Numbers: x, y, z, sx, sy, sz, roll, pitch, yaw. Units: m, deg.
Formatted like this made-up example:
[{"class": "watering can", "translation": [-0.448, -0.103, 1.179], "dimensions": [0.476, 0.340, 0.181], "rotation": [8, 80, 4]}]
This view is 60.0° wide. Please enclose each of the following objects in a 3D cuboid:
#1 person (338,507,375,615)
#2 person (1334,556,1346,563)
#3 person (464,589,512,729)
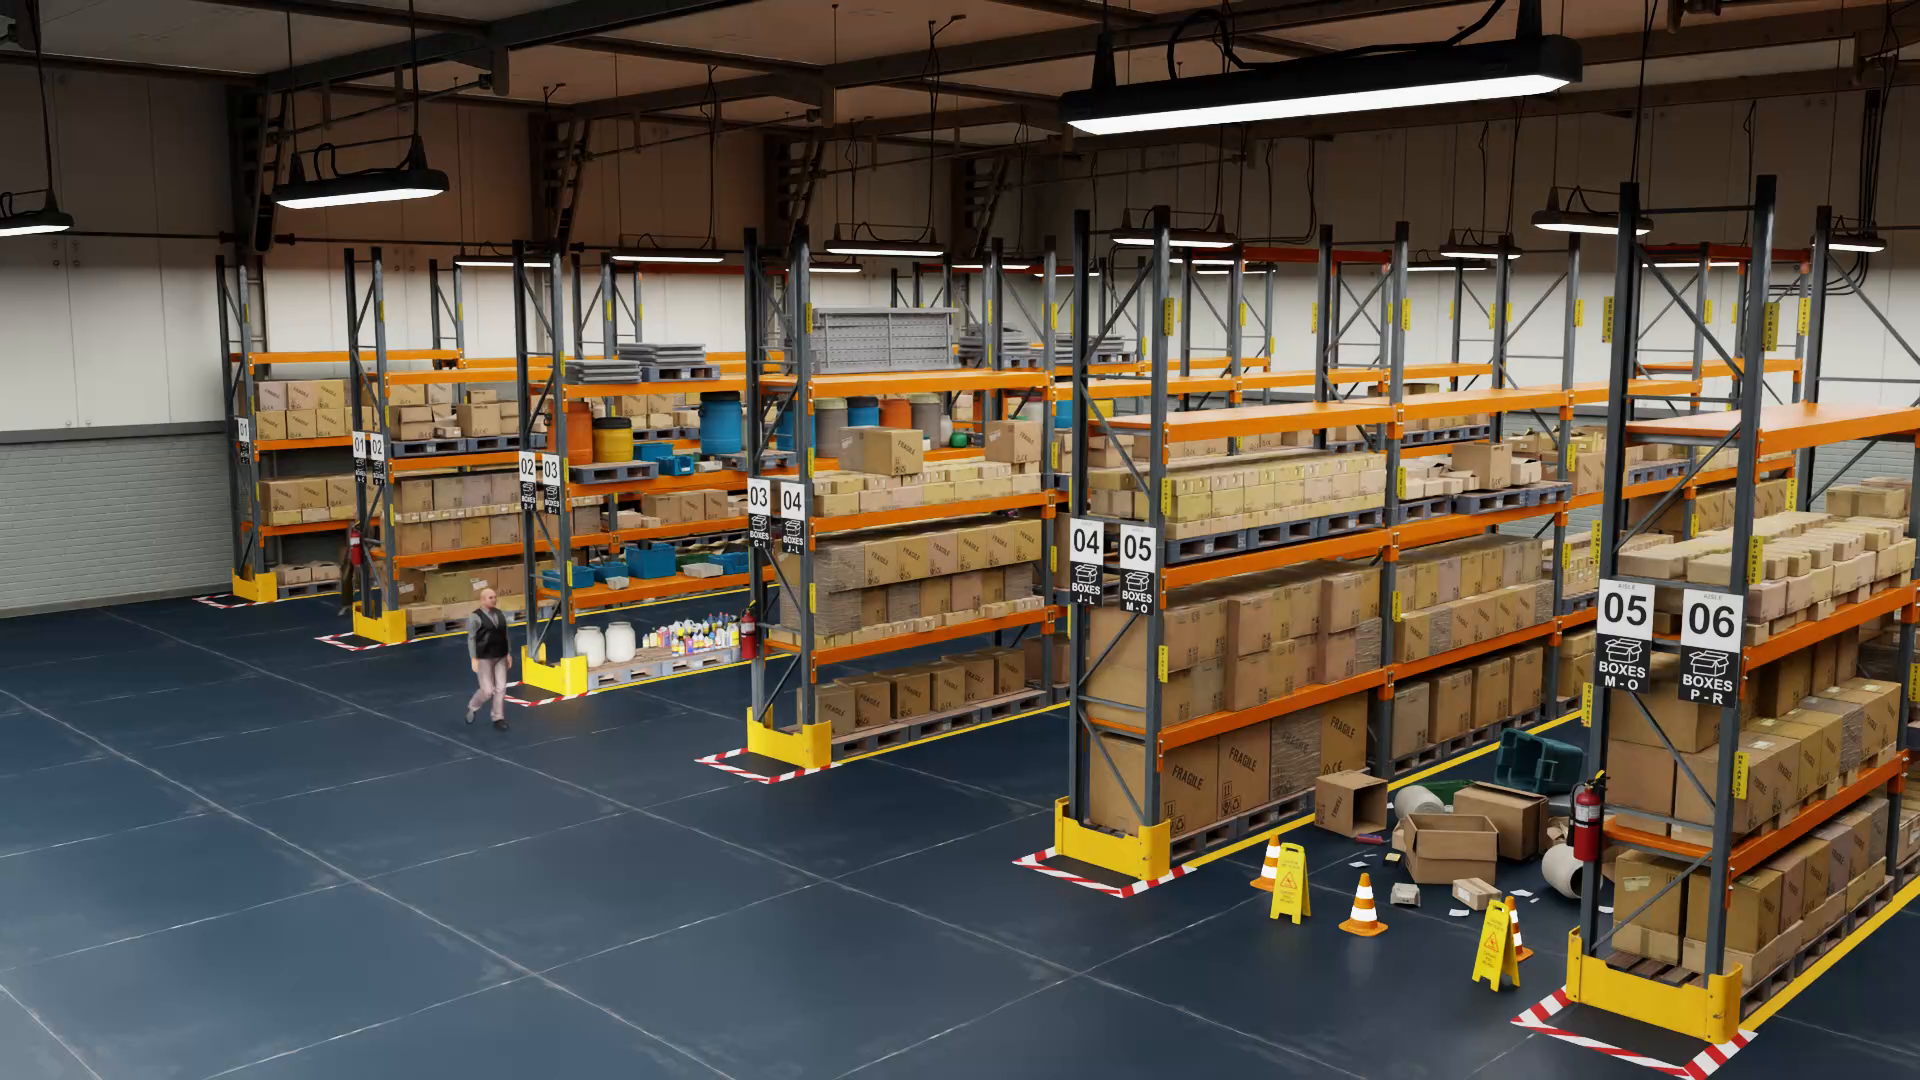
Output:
[{"class": "person", "translation": [-10.158, 0.373, 27.907], "dimensions": [0.610, 1.851, 0.597], "rotation": [3, 9, 18]}, {"class": "person", "translation": [5.319, 1.056, 23.429], "dimensions": [0.513, 1.632, 0.541], "rotation": [-6, 10, -37]}, {"class": "person", "translation": [-5.738, 1.440, 20.247], "dimensions": [0.553, 1.713, 0.552], "rotation": [6, 10, 38]}]
